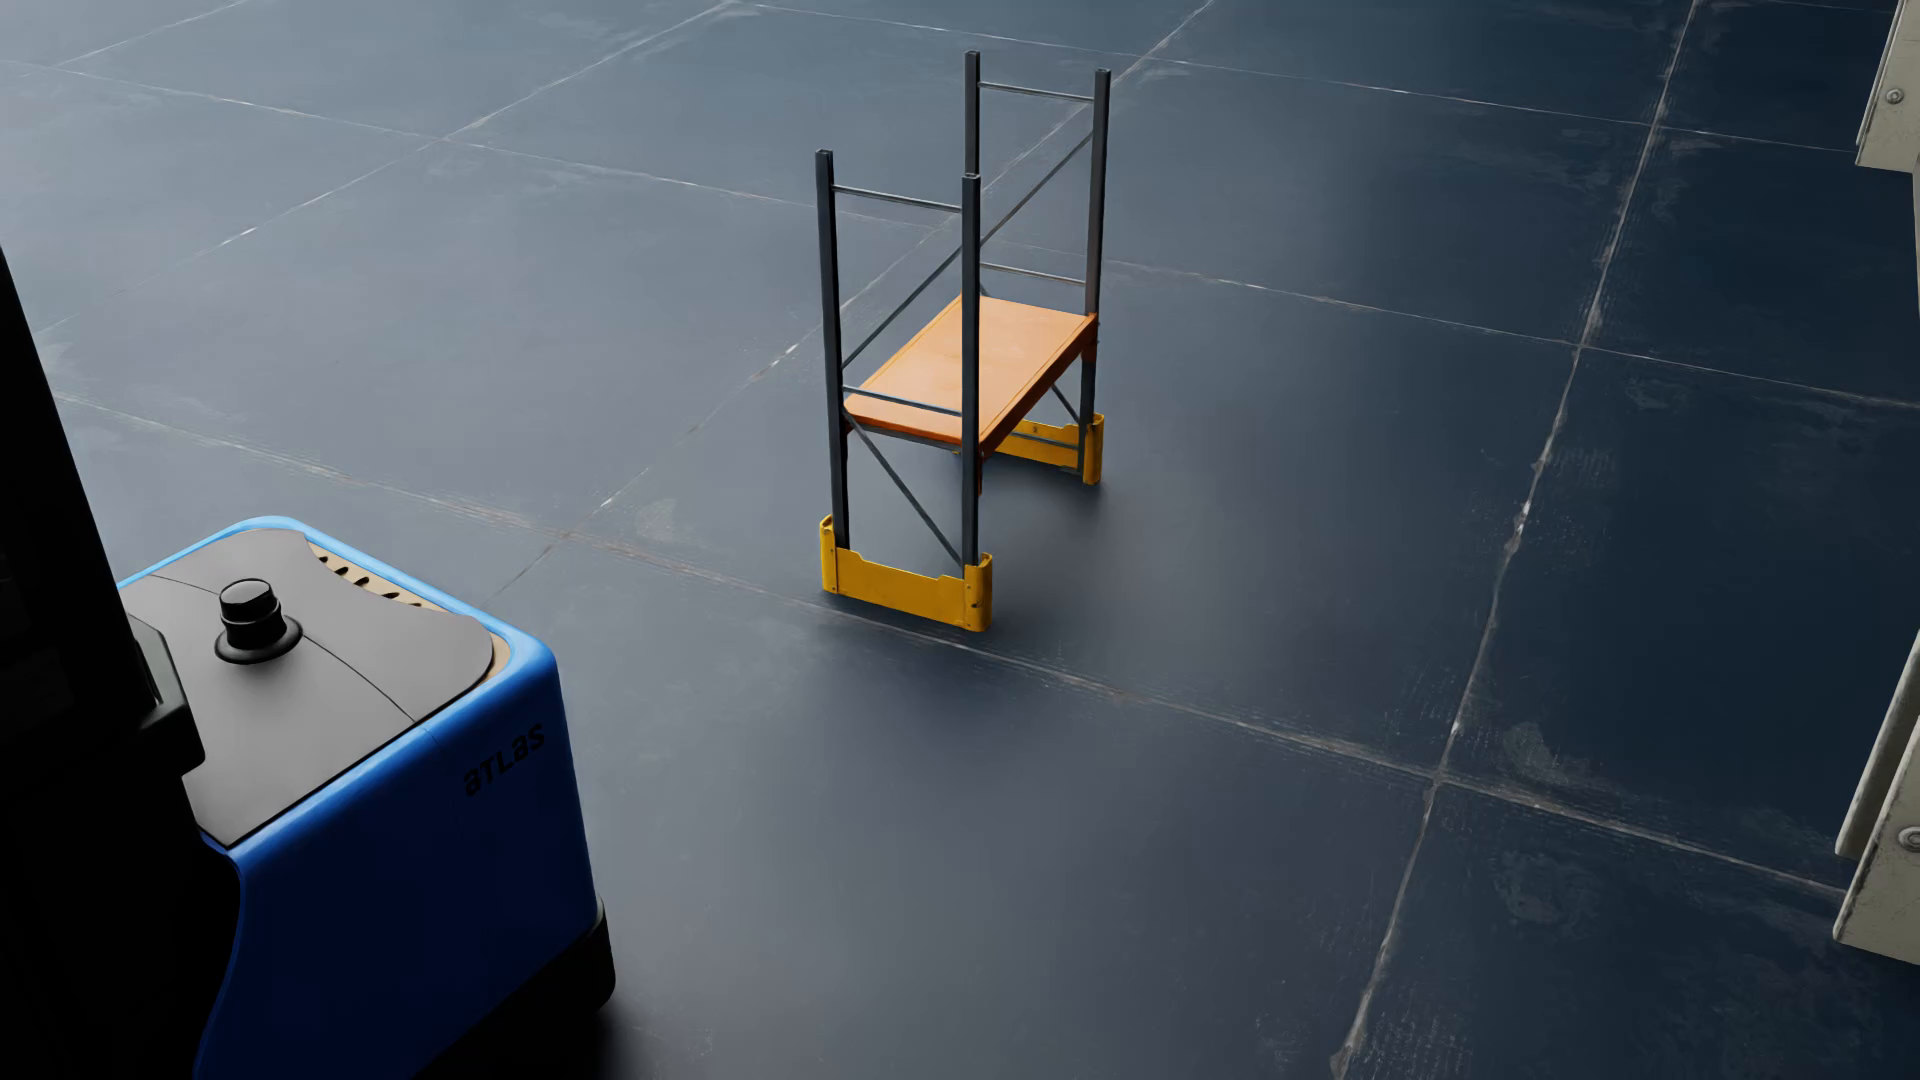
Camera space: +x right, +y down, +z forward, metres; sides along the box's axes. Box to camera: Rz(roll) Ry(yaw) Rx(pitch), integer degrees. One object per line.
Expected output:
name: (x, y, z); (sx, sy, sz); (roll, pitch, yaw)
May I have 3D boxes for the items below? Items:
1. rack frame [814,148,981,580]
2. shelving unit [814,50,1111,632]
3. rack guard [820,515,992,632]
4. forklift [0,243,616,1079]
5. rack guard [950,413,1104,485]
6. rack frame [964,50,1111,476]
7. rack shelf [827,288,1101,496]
rack frame: (-0.177, -0.417, 5.017); (0.500, 1.500, 0.032); (14, 36, 20)
shelving unit: (0.032, -0.665, 5.397); (0.587, 1.500, 1.083); (14, 36, 20)
rack guard: (-0.176, 0.106, 5.361); (0.587, 0.250, 0.087); (14, 36, 20)
forklift: (-2.083, 0.405, 2.460); (1.130, 2.935, 3.031); (21, 39, 29)
rack guard: (0.240, -0.391, 6.118); (0.587, 0.250, 0.087); (14, 36, 20)
rack frame: (0.248, -0.923, 5.790); (0.500, 1.500, 0.032); (14, 36, 20)
rack shelf: (0.036, -0.519, 5.502); (0.538, 0.185, 1.000); (14, 36, 20)
